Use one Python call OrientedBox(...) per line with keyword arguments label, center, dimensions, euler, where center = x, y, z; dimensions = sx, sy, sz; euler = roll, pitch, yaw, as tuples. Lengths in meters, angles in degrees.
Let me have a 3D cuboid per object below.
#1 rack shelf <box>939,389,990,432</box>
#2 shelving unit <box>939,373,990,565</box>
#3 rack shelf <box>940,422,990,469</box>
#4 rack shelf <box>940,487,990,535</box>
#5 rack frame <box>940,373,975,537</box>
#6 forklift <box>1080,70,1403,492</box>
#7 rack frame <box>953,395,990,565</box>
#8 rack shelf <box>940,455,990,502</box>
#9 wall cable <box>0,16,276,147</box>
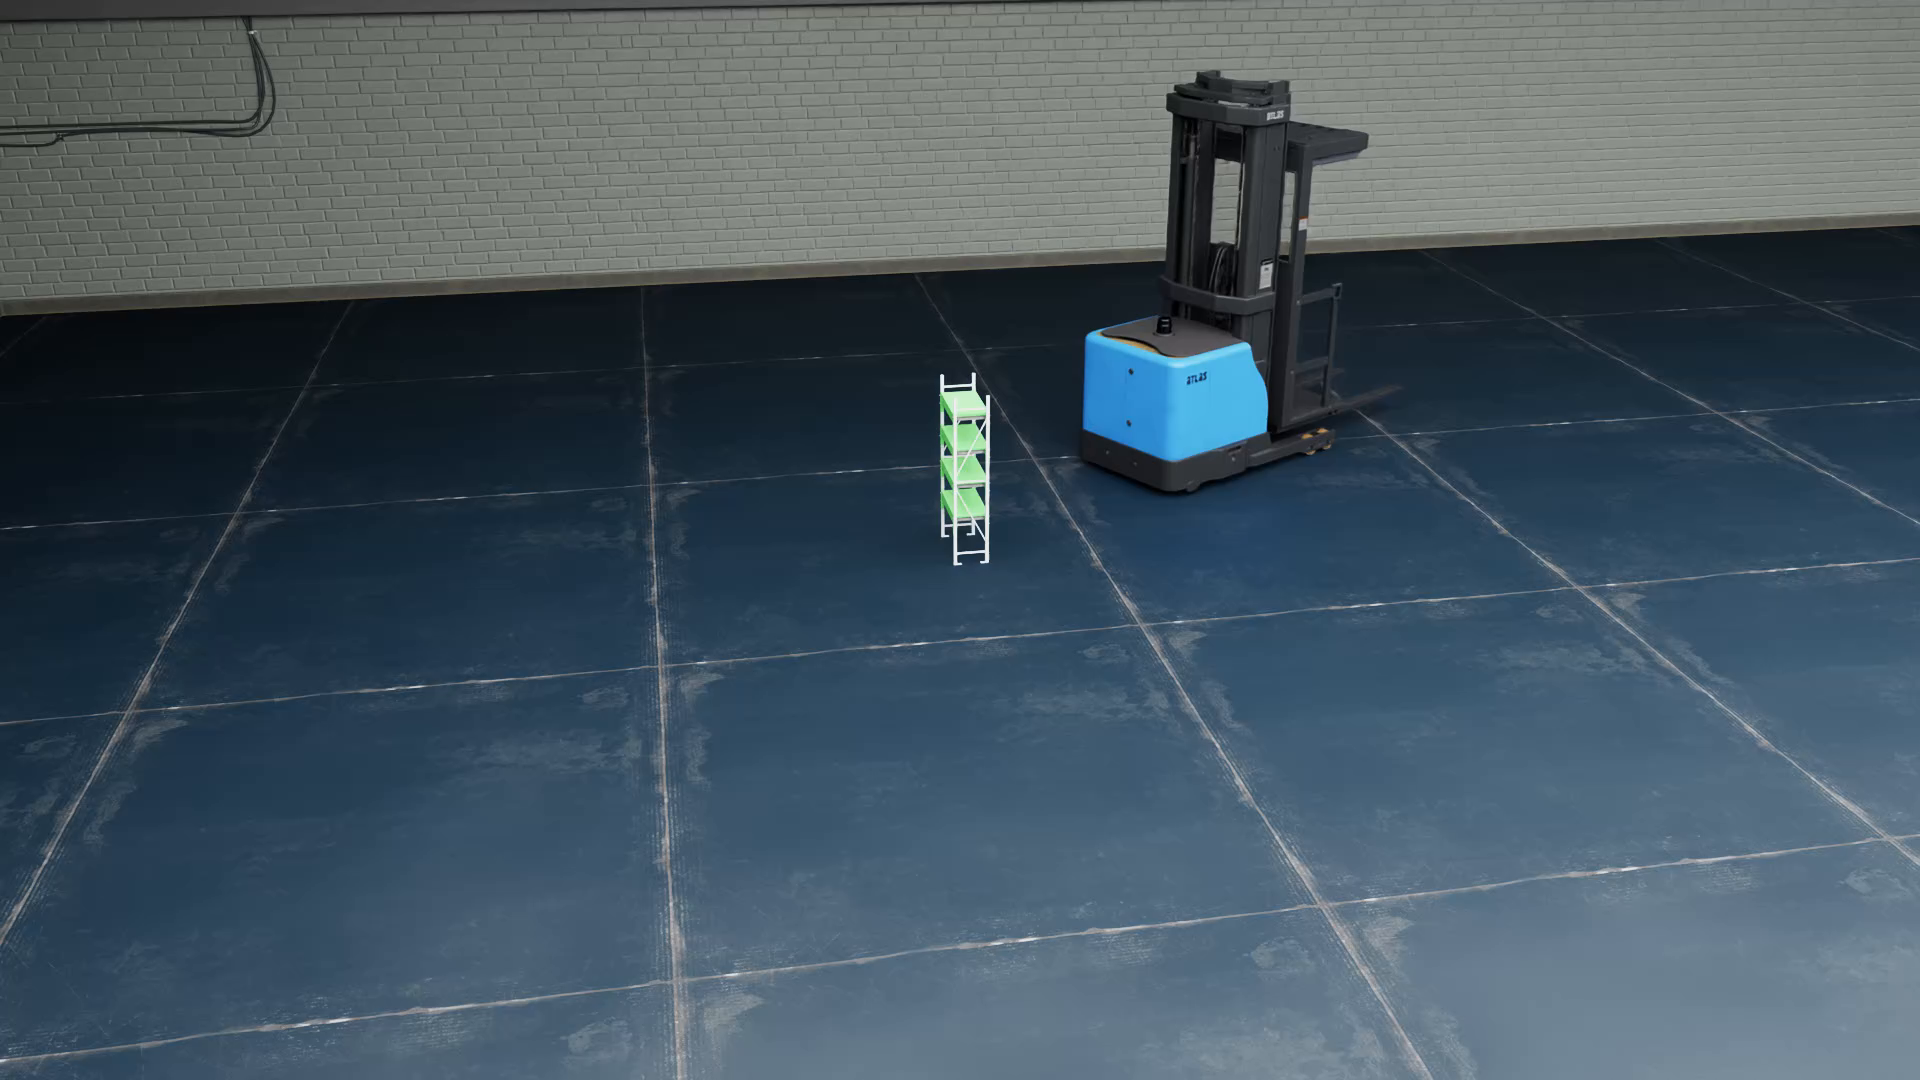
OrientedBox(label="rack shelf", center=(0.031, -0.866, 11.194), dimensions=(0.258, 0.148, 0.480), euler=(-4, 24, -10))
OrientedBox(label="shelving unit", center=(0.031, -0.485, 11.361), dimensions=(0.258, 1.200, 0.503), euler=(-4, 24, -10))
OrientedBox(label="rack shelf", center=(0.031, -0.646, 11.290), dimensions=(0.258, 0.148, 0.480), euler=(-4, 24, -10))
OrientedBox(label="rack shelf", center=(0.031, -0.206, 11.482), dimensions=(0.258, 0.148, 0.480), euler=(-4, 24, -10))
OrientedBox(label="rack frame", center=(-0.015, -0.581, 11.581), dimensions=(0.240, 1.200, 0.015), euler=(-4, 24, -10))
OrientedBox(label="forklift", center=(2.401, -2.168, 13.052), dimensions=(3.031, 2.935, 1.130), euler=(-18, 30, -36))
OrientedBox(label="rack frame", center=(0.076, -0.389, 11.141), dimensions=(0.240, 1.200, 0.015), euler=(-4, 24, -10))
OrientedBox(label="rack shelf", center=(0.031, -0.426, 11.386), dimensions=(0.258, 0.148, 0.480), euler=(-4, 24, -10))
OrientedBox(label="wall cable", center=(-8.369, -5.090, 16.040), dimensions=(3.097, 2.526, 0.112), euler=(-4, 24, -10))
